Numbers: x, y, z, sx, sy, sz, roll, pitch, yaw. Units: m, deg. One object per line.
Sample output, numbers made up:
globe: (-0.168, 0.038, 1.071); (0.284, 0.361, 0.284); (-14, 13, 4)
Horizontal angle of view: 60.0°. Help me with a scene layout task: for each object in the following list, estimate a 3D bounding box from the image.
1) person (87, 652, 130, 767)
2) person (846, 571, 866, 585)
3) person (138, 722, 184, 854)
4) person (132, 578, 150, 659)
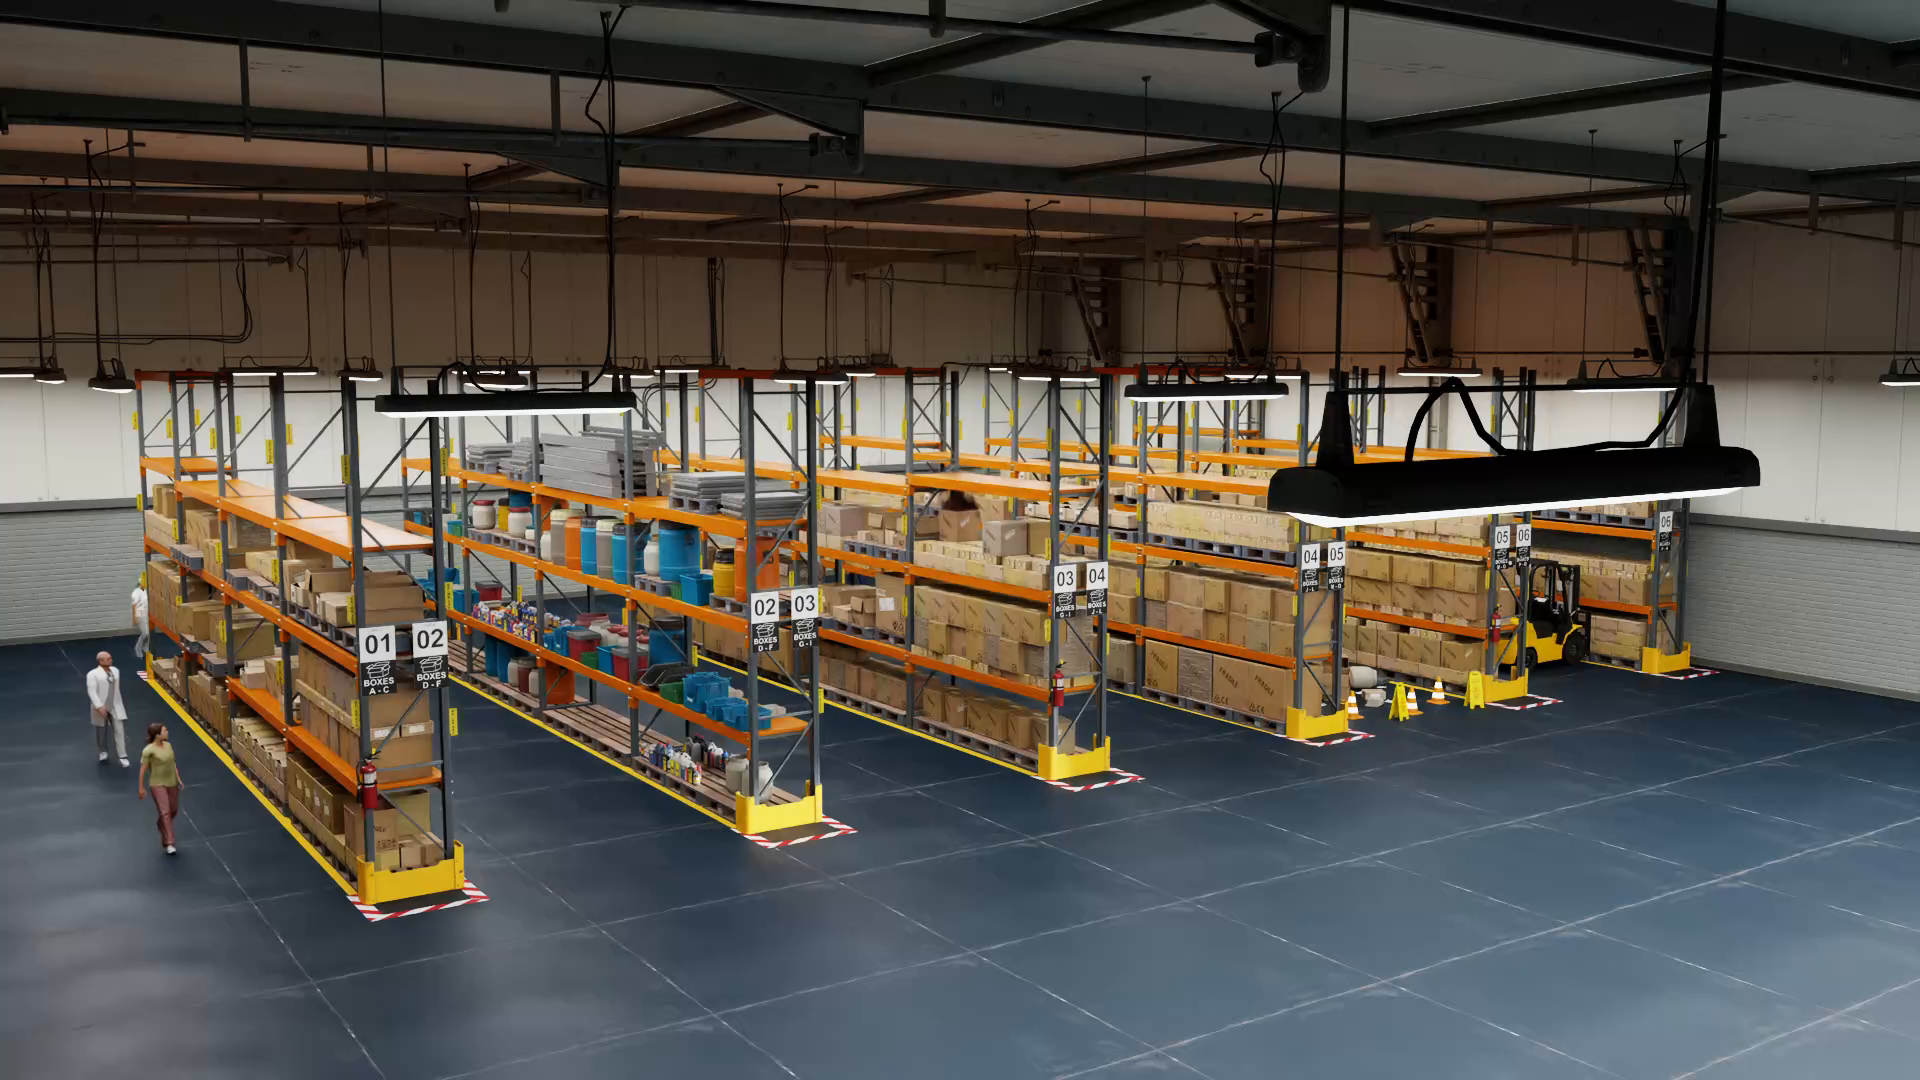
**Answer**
person: (-13.074, 2.574, 25.495); (0.531, 1.728, 1.048); (-5, 8, -36)
person: (-2.626, 0.780, 42.141); (0.587, 1.680, 0.386); (4, 8, 32)
person: (-10.211, 3.128, 21.233); (0.961, 1.629, 0.555); (6, 9, 45)
person: (-16.865, 1.606, 34.461); (0.457, 1.676, 0.510); (2, 7, 14)
